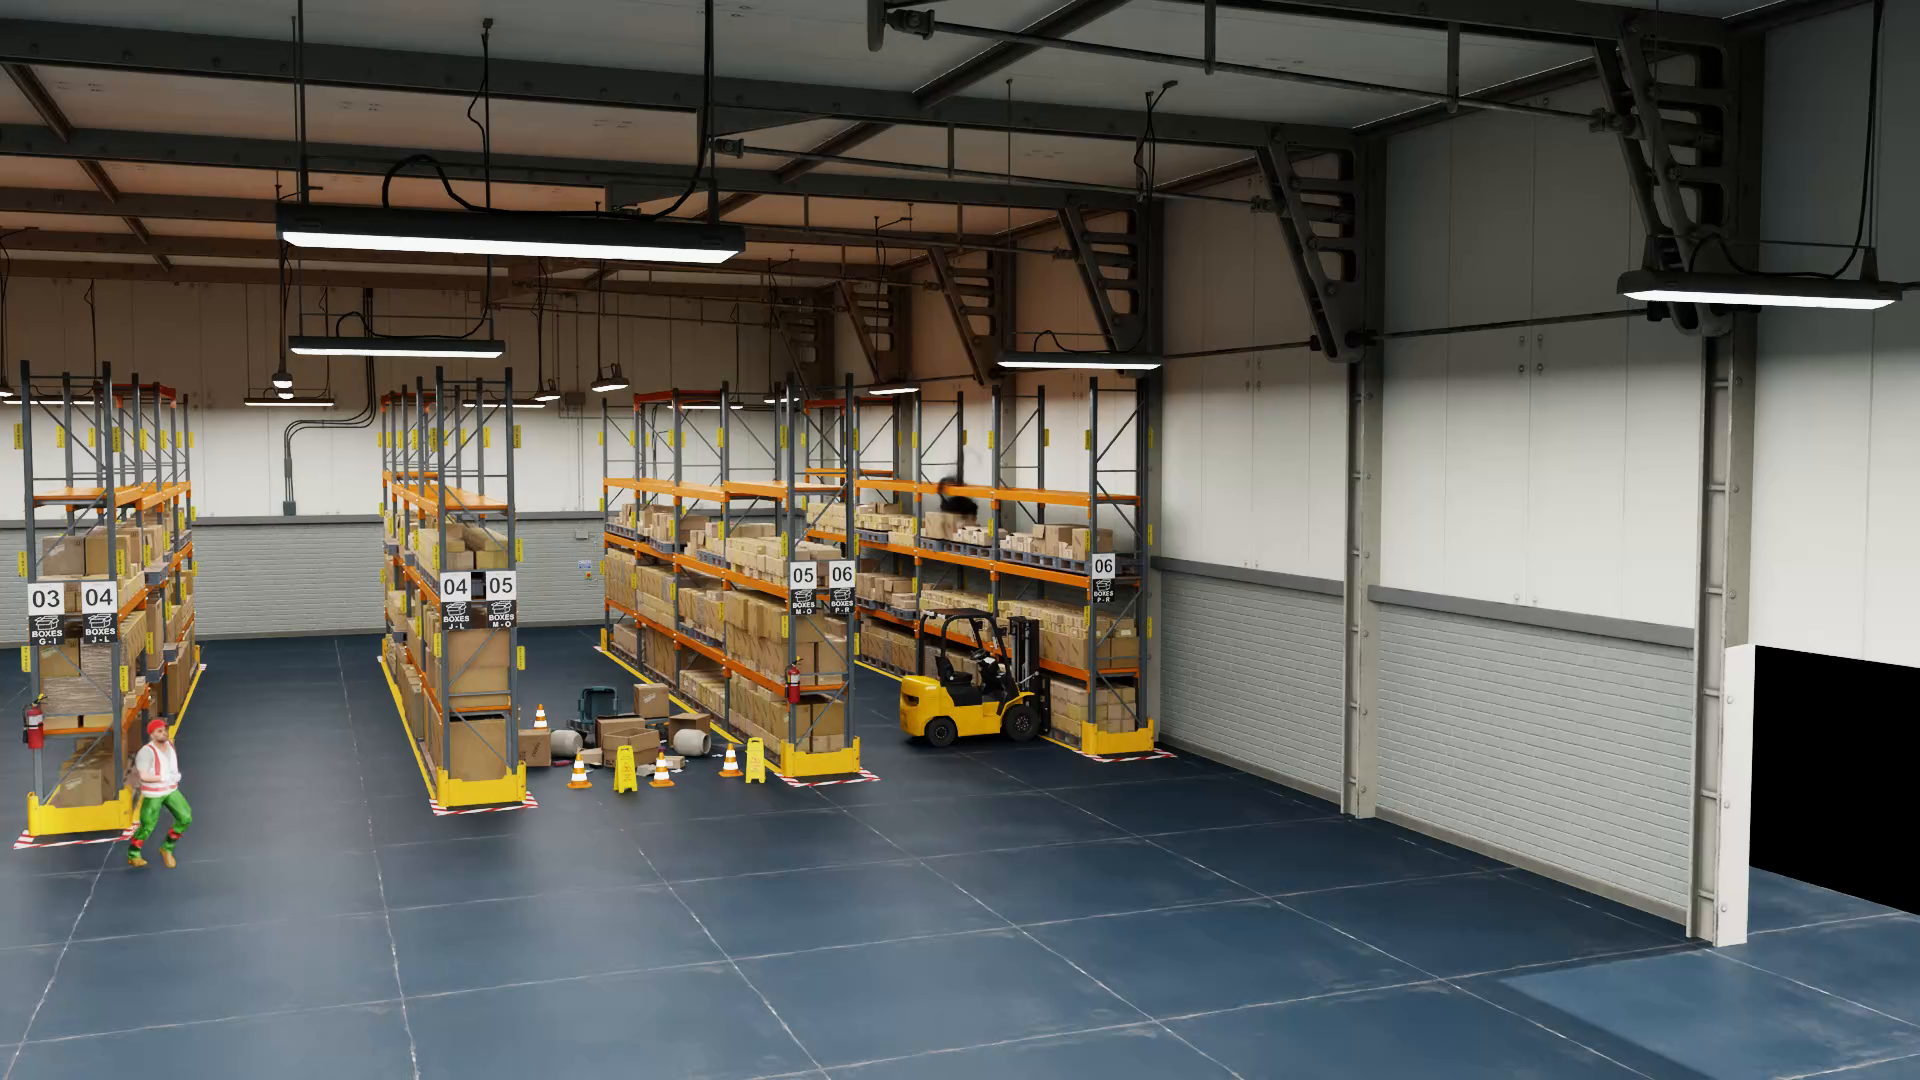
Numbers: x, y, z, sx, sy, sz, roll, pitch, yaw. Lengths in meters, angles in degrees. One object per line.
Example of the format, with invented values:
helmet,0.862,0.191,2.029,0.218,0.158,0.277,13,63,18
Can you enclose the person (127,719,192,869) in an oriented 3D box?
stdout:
person,-9.267,2.942,19.299,0.867,1.762,0.677,2,4,25
